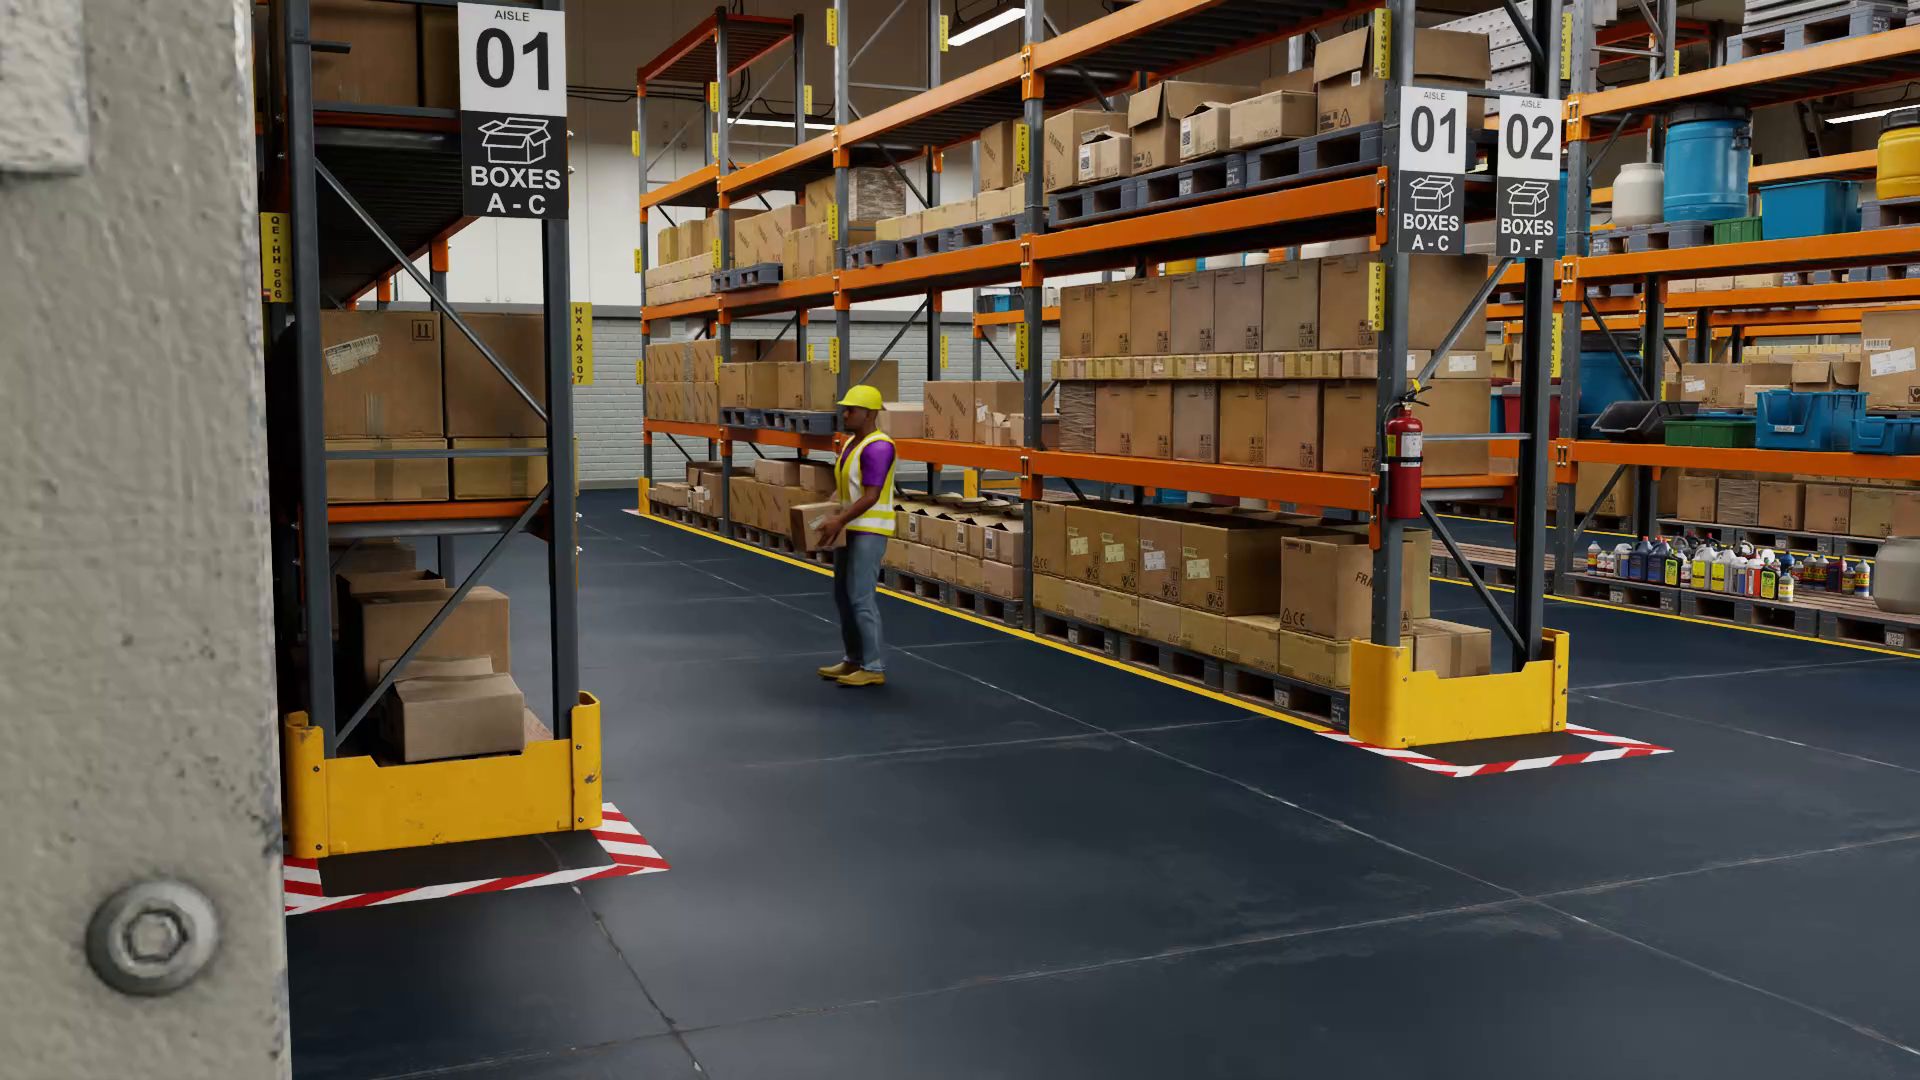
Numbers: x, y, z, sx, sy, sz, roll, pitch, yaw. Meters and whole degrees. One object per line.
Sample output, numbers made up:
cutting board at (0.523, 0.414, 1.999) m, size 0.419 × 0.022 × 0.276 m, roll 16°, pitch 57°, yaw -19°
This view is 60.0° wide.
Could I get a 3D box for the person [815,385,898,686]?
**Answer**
person at (-0.656, -0.030, 9.867) m, size 0.532 × 1.769 × 0.553 m, roll -2°, pitch 6°, yaw -24°
